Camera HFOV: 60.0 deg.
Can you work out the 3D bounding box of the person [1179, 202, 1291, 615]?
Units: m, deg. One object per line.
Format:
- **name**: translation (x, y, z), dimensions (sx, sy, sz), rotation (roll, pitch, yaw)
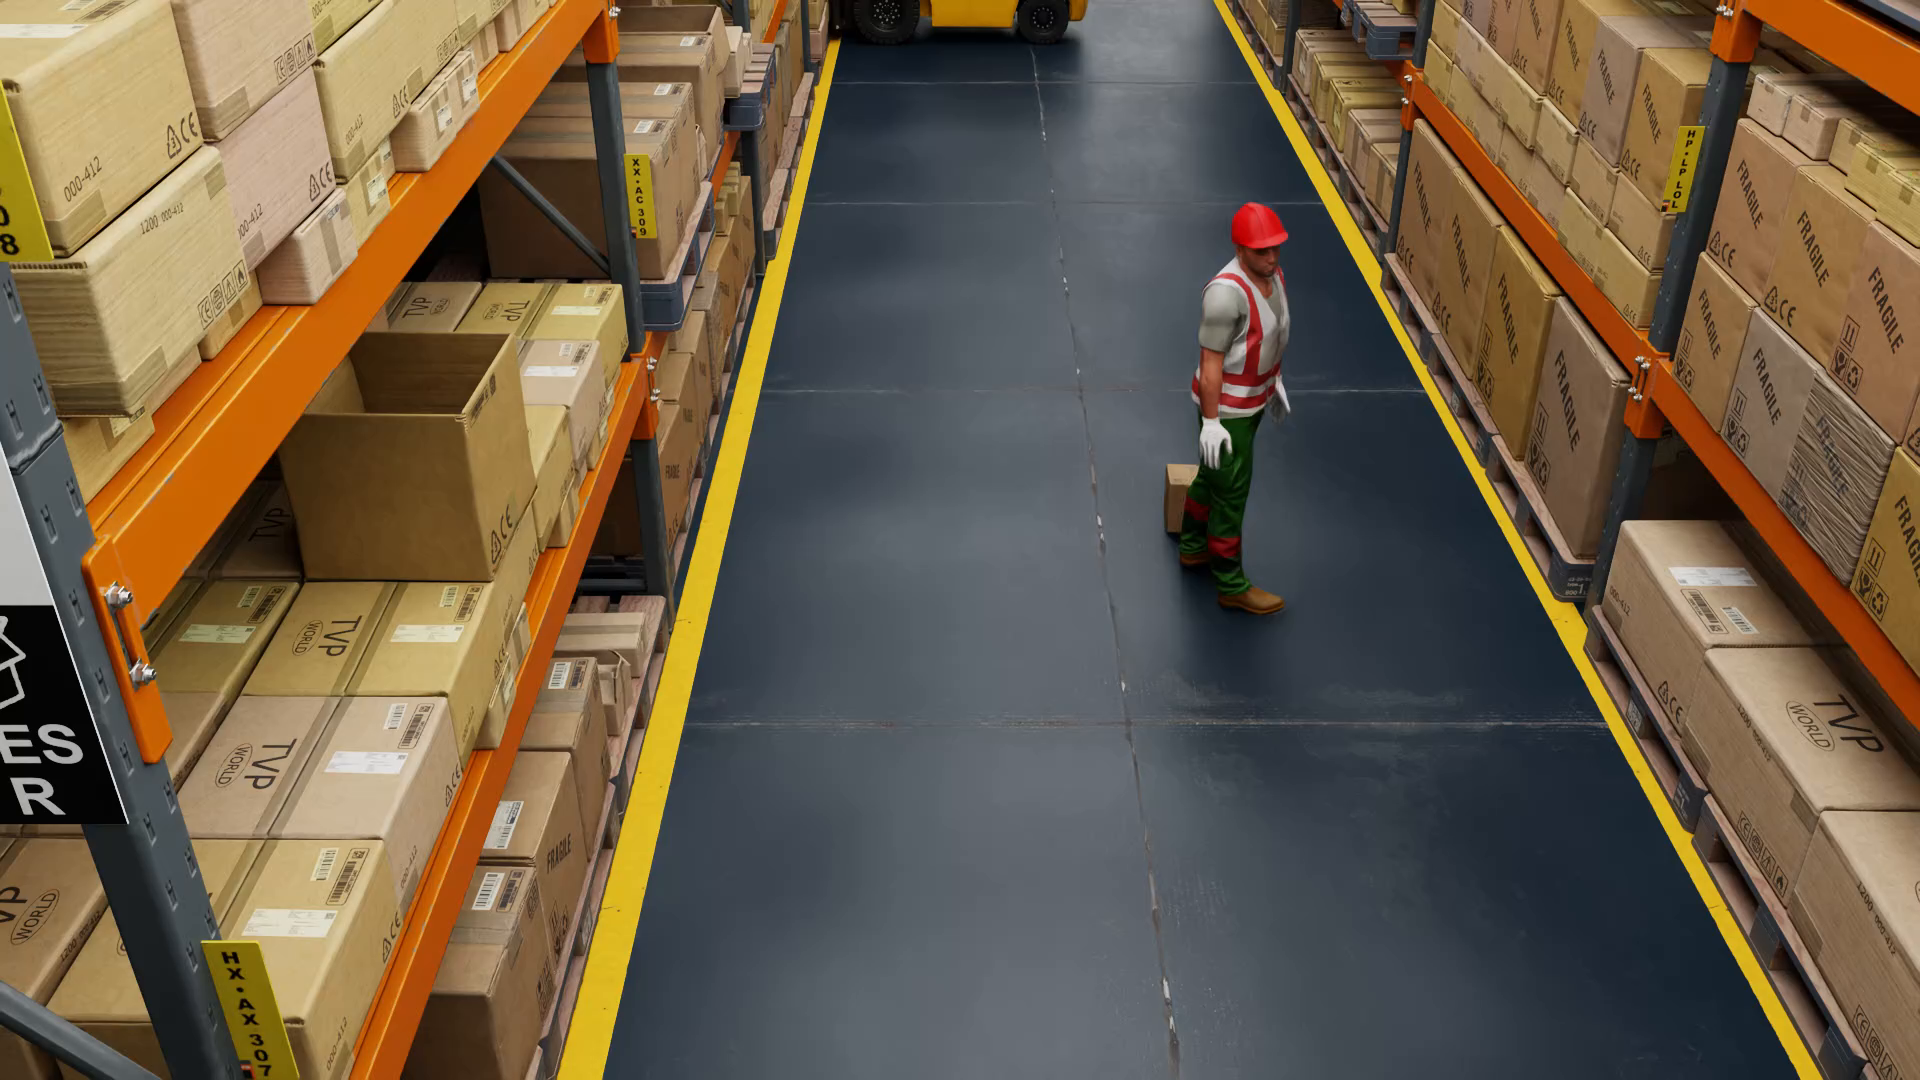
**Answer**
- **person**: translation (1.196, -0.542, 6.959), dimensions (0.589, 1.785, 0.633), rotation (17, 35, 25)
